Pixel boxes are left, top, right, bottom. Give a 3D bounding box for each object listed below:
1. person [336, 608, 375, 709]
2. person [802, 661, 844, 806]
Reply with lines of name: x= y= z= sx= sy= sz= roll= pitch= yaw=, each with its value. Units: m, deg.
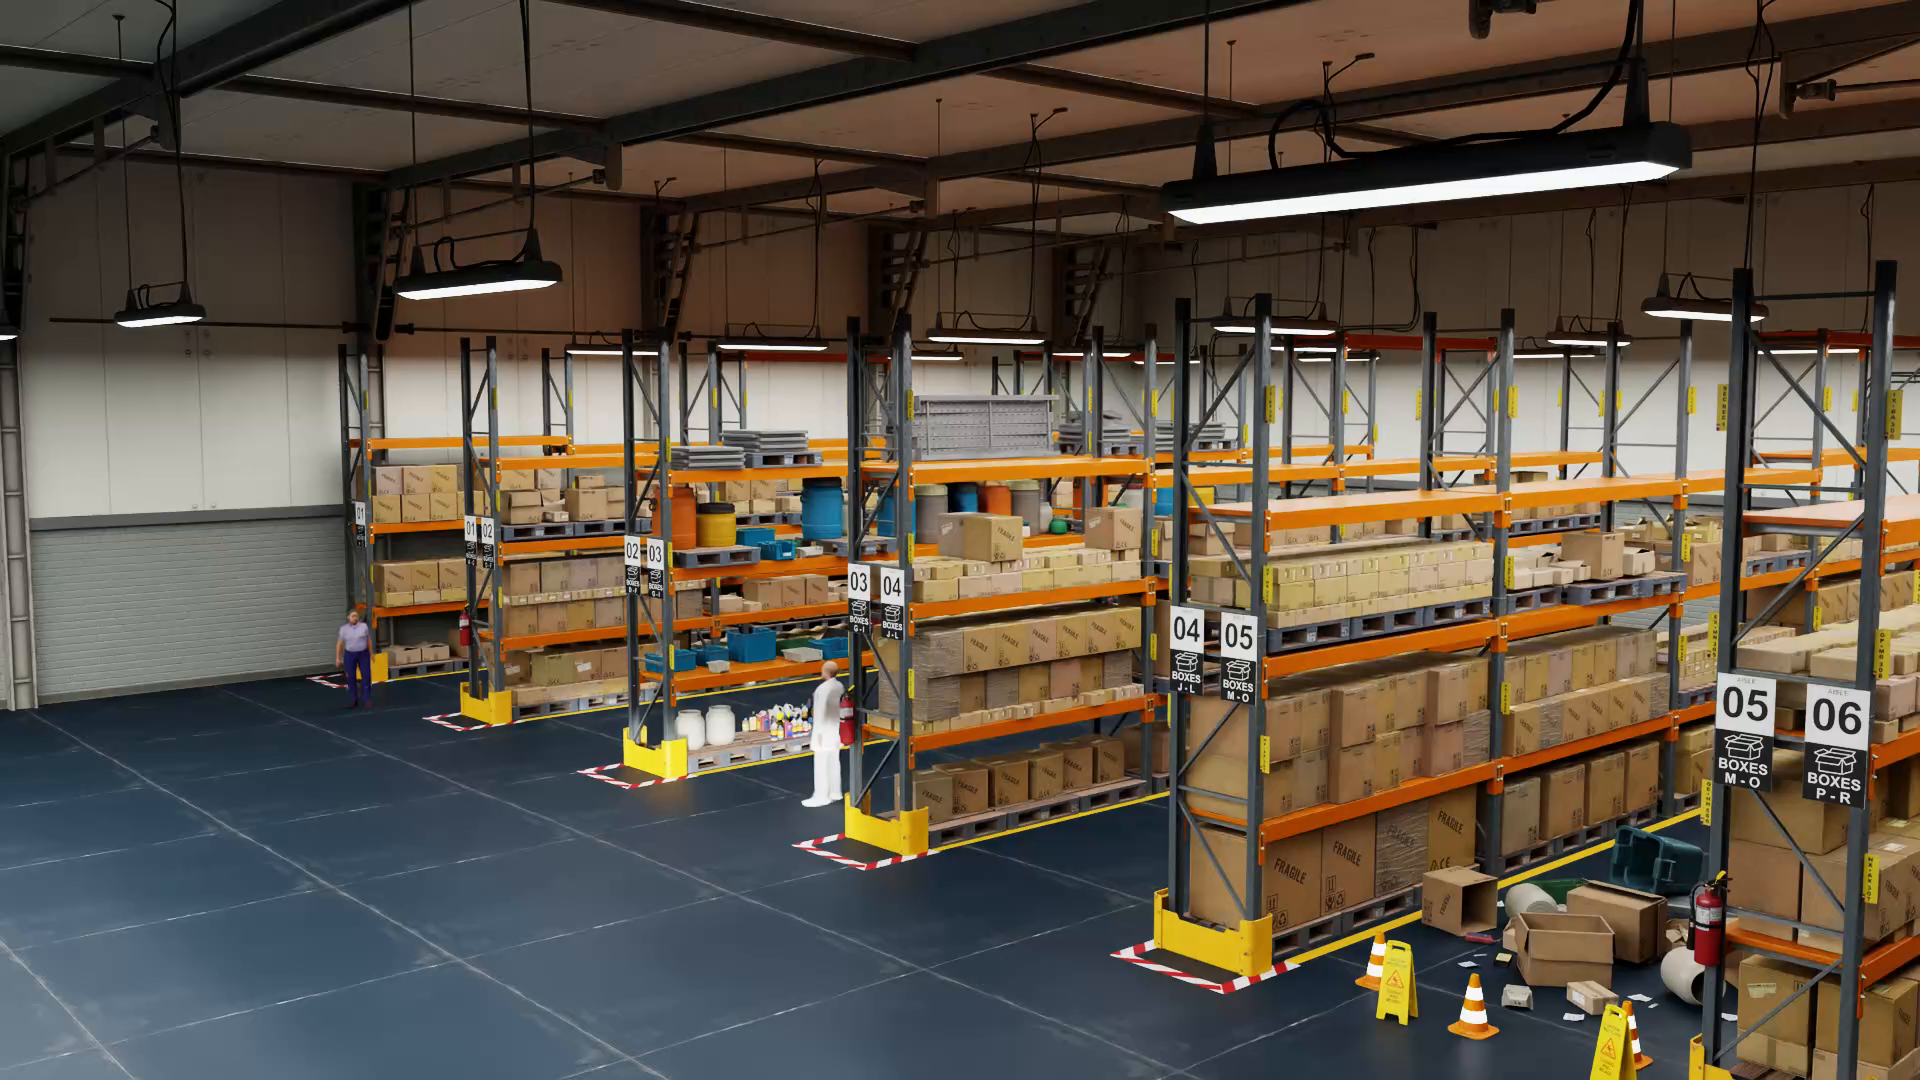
person: x=-9.858 y=1.925 z=27.108 sx=0.614 sy=1.645 sz=0.382 roll=-2 pitch=6 yaw=-25
person: x=-1.700 y=2.410 z=20.887 sx=0.407 sy=1.802 sz=0.626 roll=2 pitch=6 yaw=22
